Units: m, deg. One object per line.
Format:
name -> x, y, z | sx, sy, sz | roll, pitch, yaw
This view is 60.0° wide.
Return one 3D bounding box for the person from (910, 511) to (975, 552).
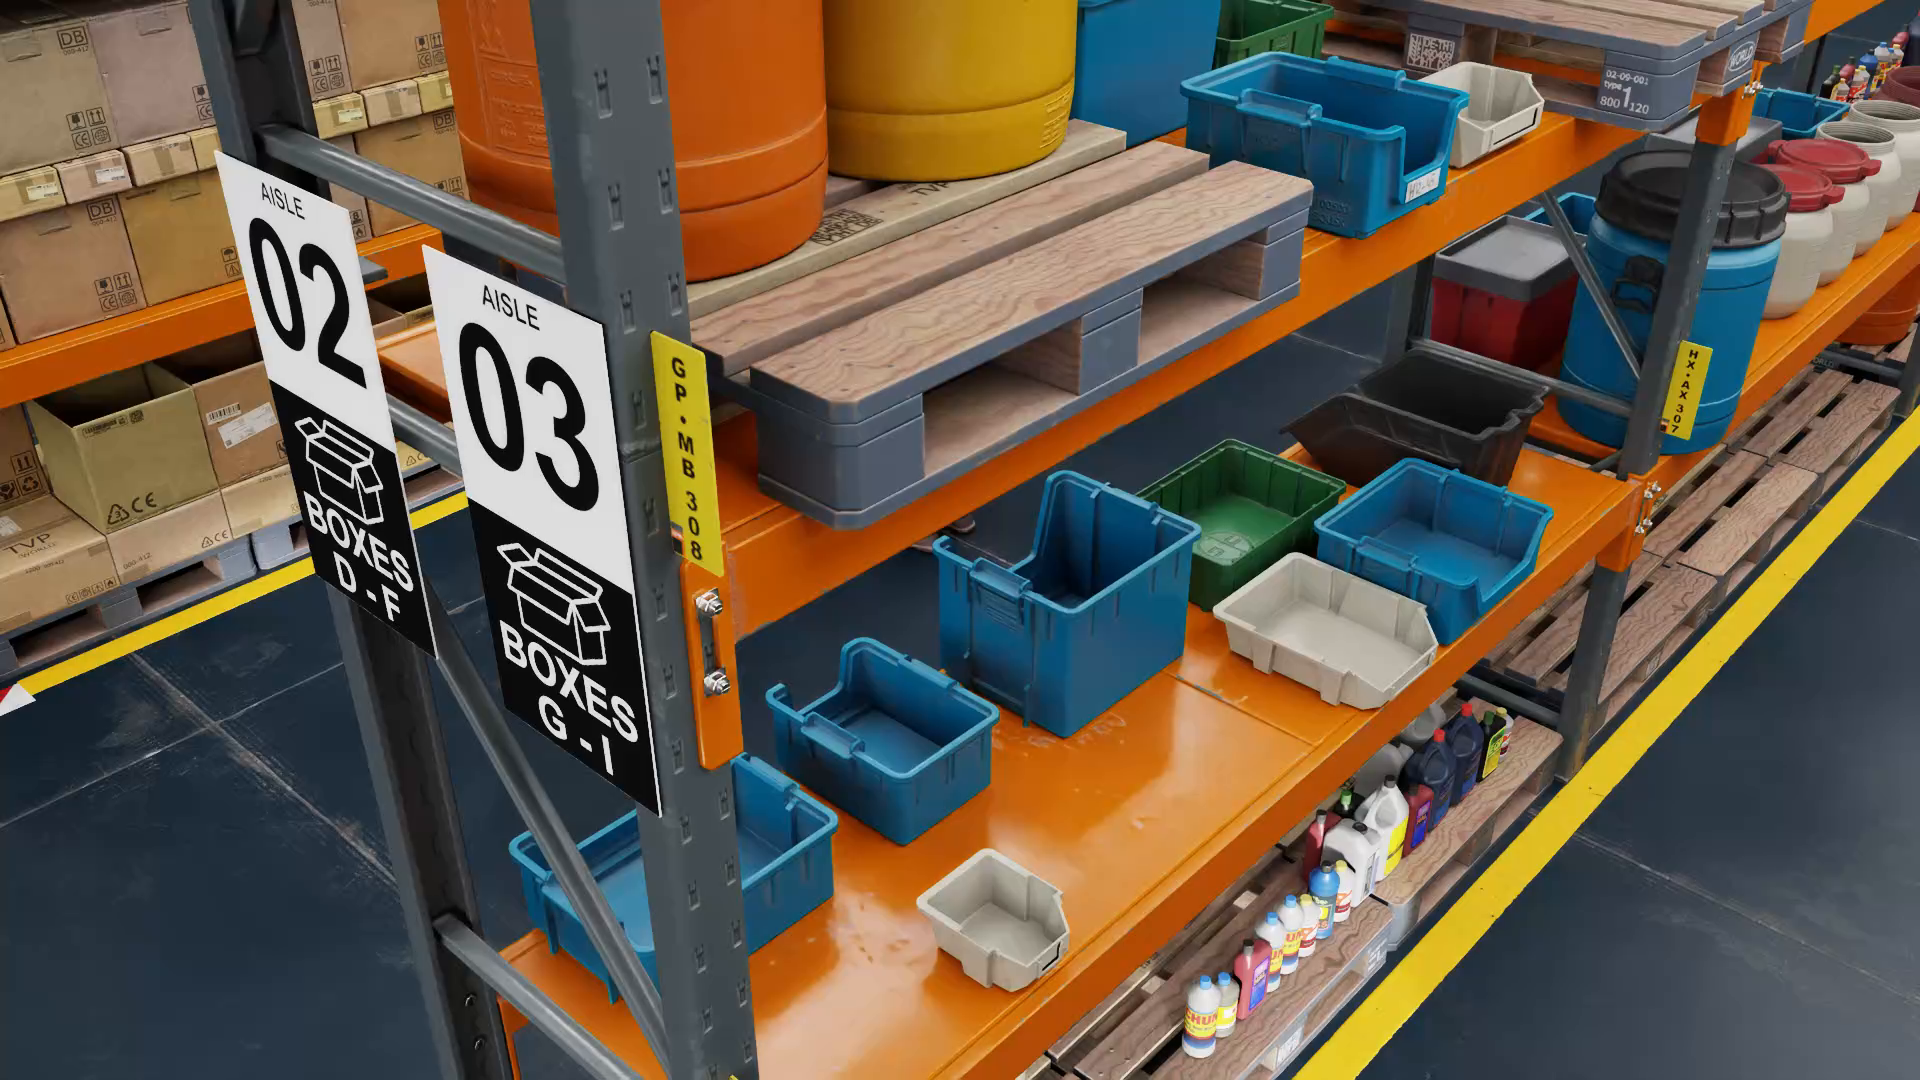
person -> -0.253, -0.386, 7.675 | 0.843, 0.768, 0.461 | 24, 39, 34
